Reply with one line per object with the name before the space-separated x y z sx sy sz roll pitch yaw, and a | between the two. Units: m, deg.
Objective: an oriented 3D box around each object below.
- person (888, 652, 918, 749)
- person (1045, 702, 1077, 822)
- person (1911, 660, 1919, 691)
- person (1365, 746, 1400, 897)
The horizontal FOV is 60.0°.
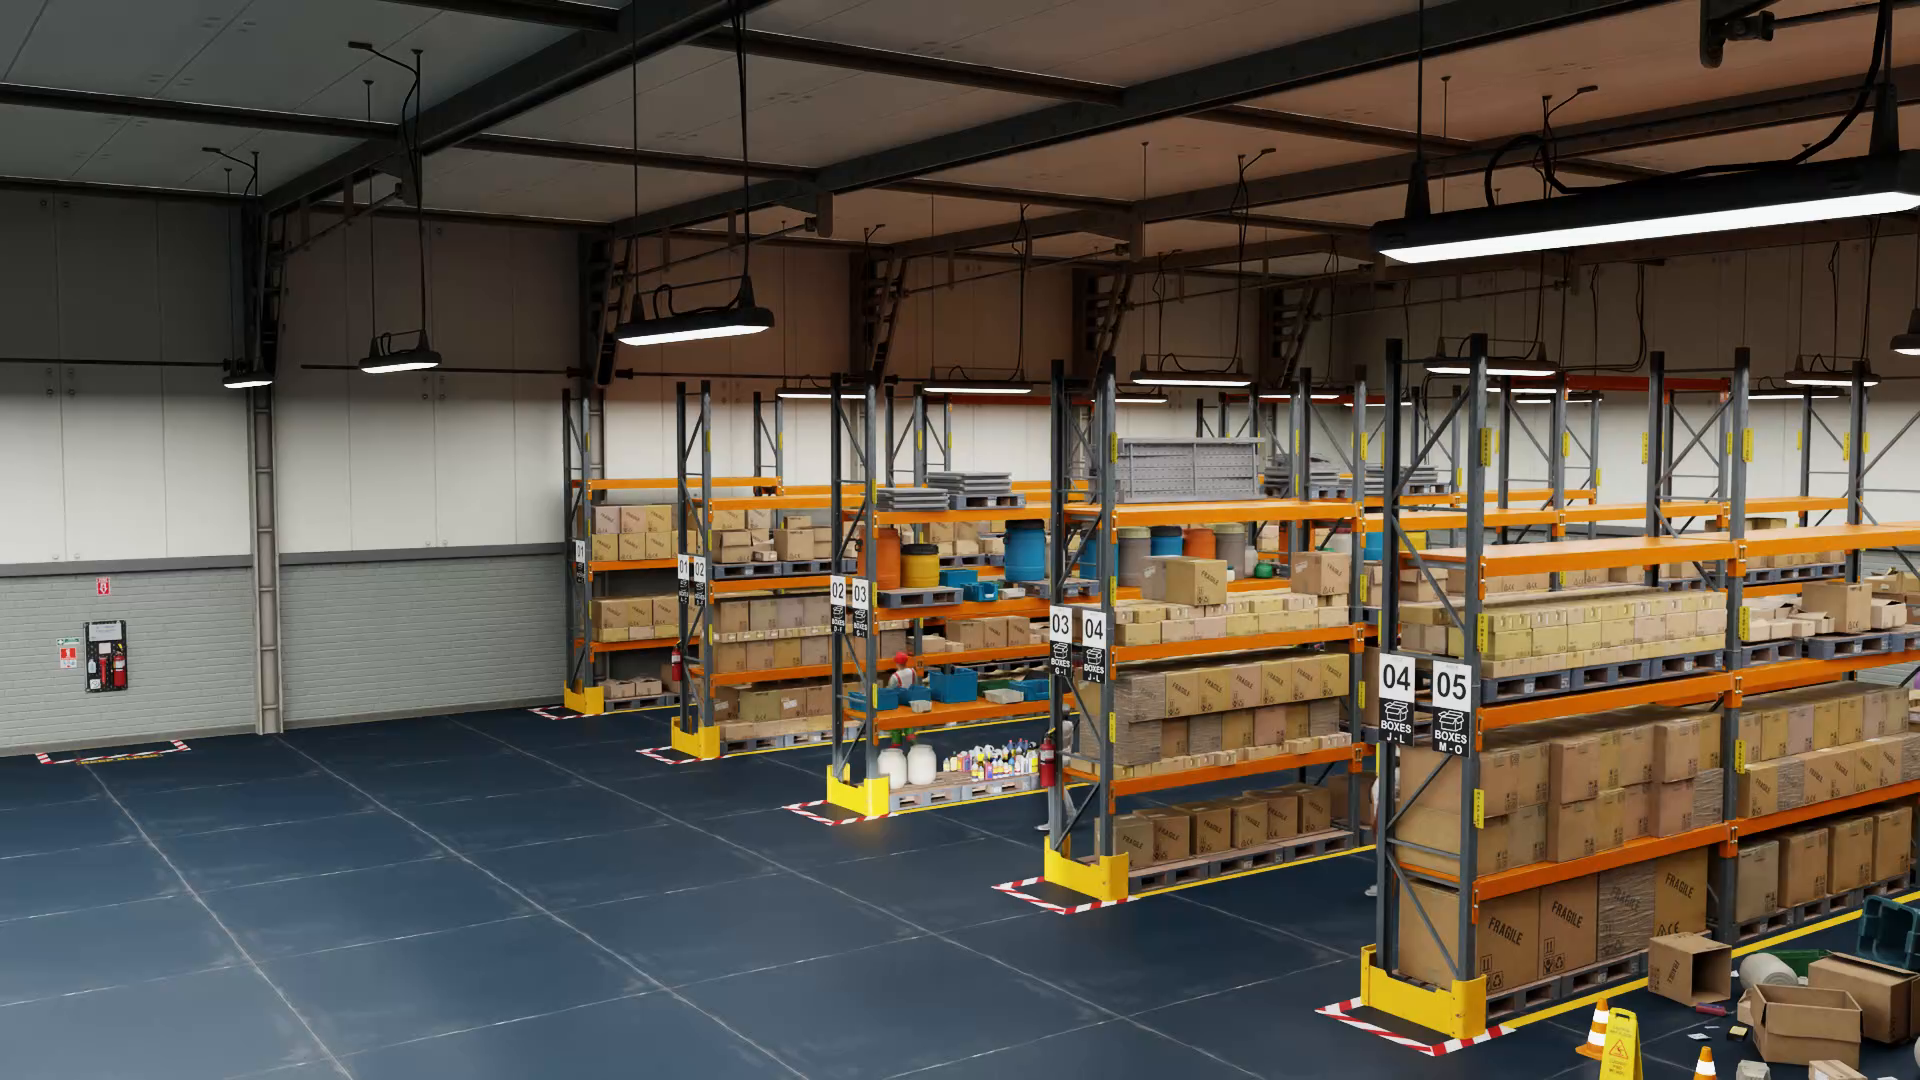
person | -1.253 2.185 30.364 6.687 1.515 7.179 3 5 39
person | 1.298 2.893 21.705 0.387 1.611 0.536 2 4 26
person | 15.657 2.620 26.936 0.690 1.494 0.479 -3 5 -42
person | 4.780 3.126 18.644 0.396 1.699 0.447 2 4 23
